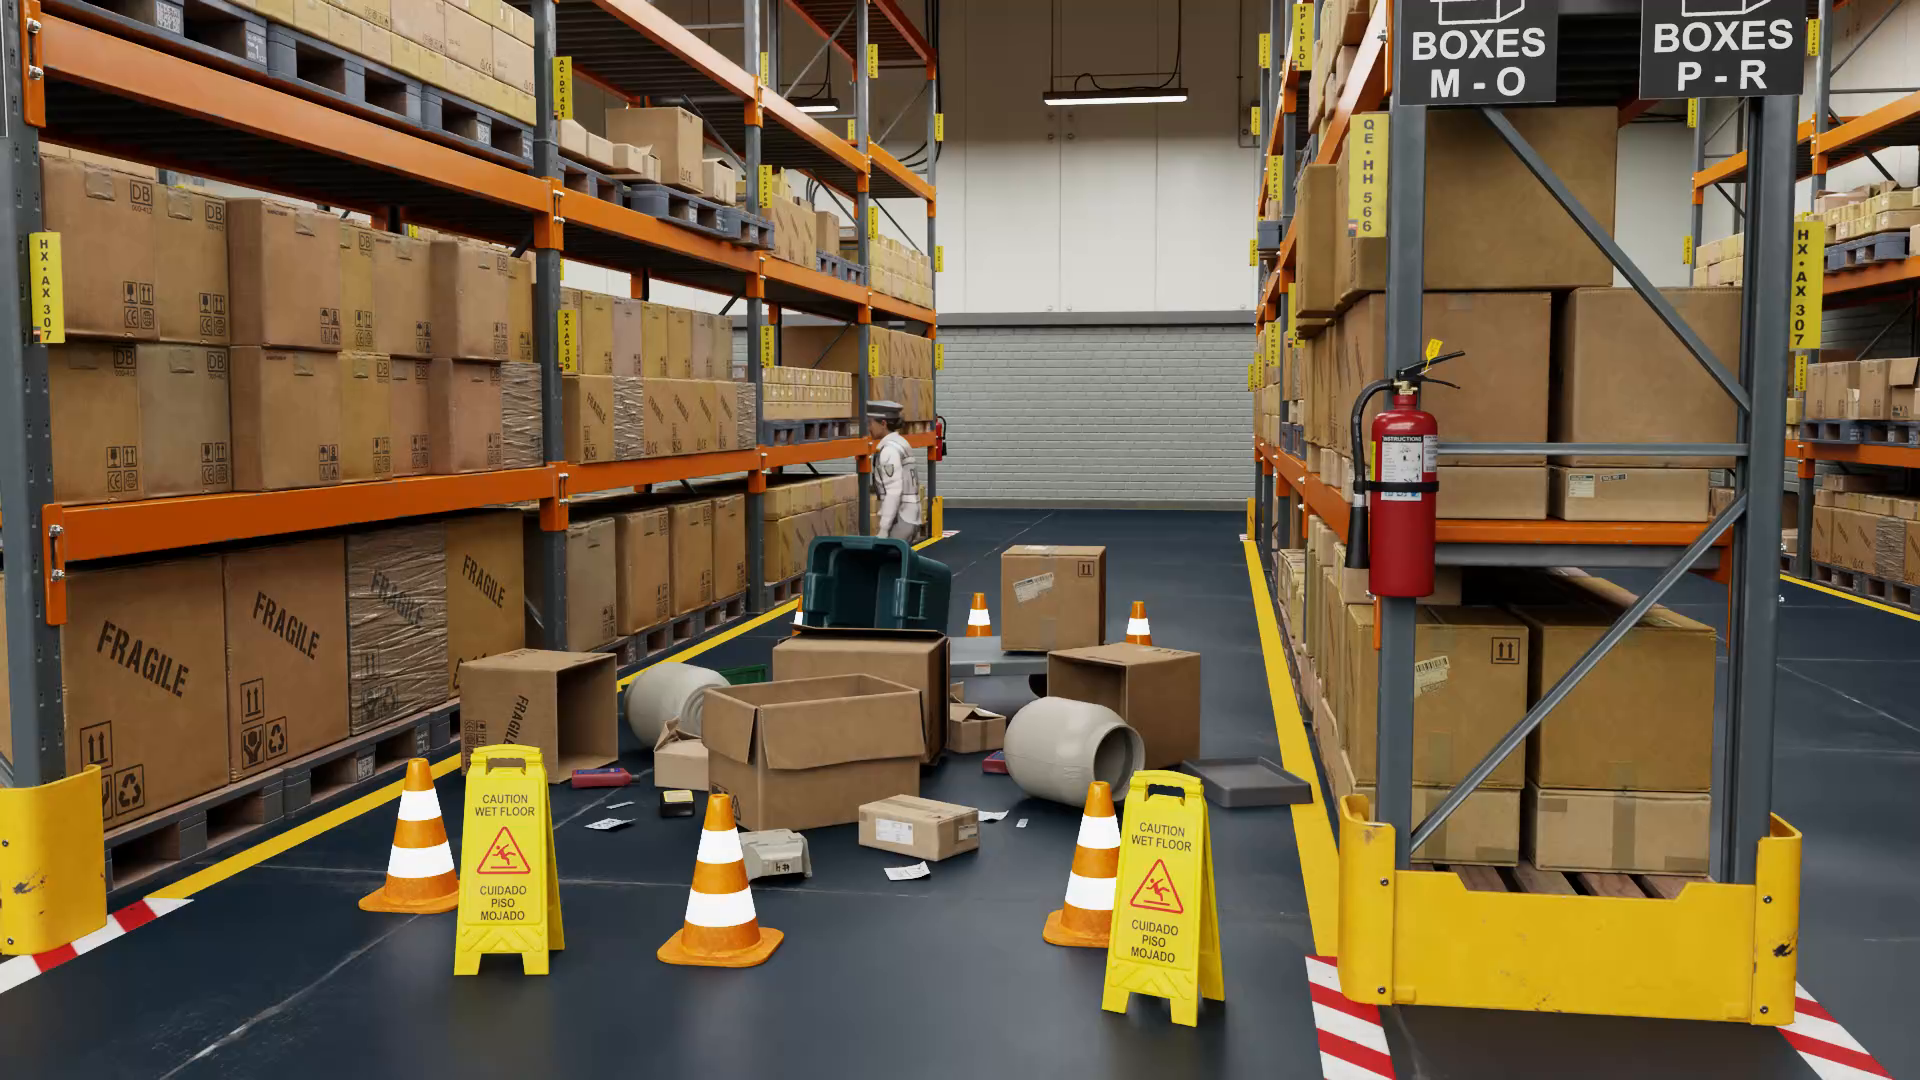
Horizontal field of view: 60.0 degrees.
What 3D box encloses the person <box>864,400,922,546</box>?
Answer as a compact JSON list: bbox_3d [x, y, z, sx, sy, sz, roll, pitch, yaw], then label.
[{"bbox_3d":[-0.439,-0.077,10.845,0.370,1.663,0.520,1,5,6],"label":"person"}]
